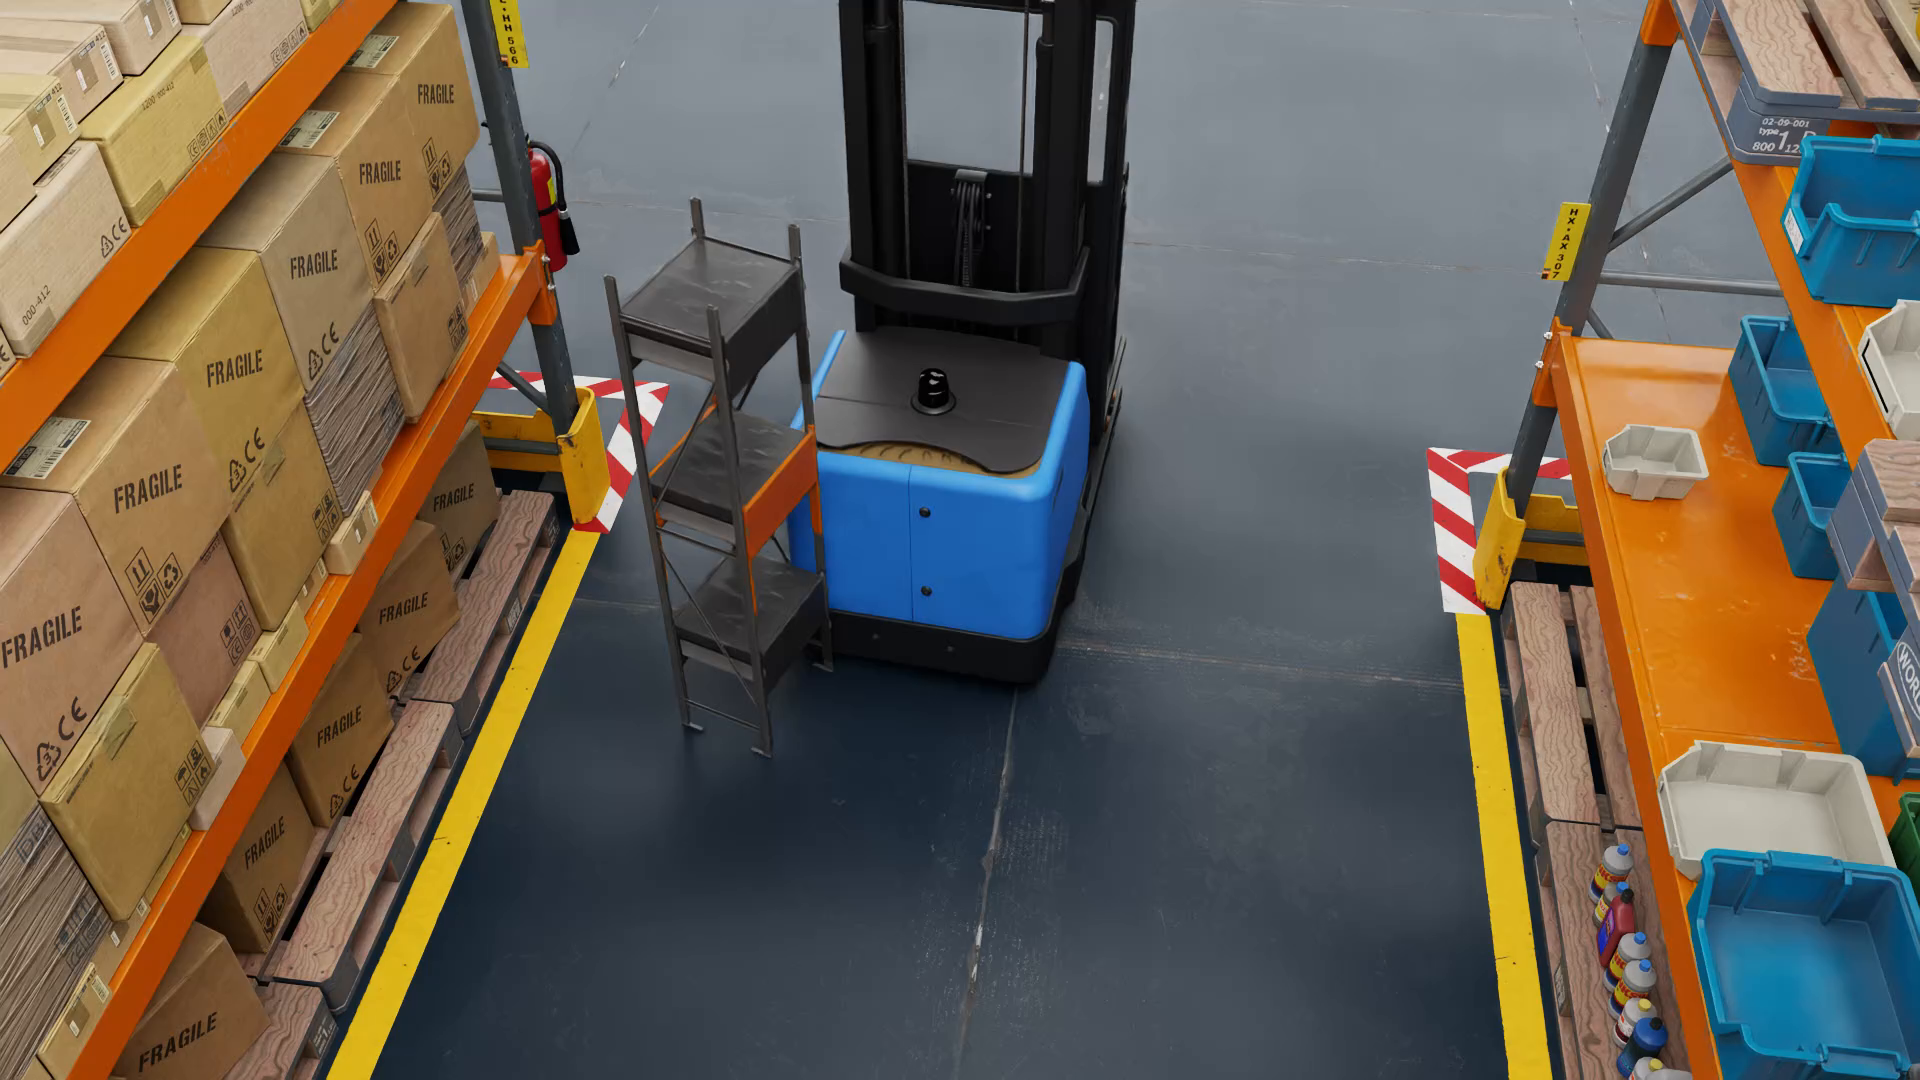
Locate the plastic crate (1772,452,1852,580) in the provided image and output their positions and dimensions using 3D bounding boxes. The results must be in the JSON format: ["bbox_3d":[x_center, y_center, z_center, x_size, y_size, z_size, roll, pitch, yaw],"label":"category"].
[{"bbox_3d":[2.879,-0.061,5.263,0.499,0.251,0.408,5,44,6],"label":"plastic crate"}]

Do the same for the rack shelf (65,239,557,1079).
[{"bbox_3d":[-2.434,0.249,5.351,1.077,0.370,4.000,5,44,6],"label":"rack shelf"}]

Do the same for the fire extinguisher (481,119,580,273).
[{"bbox_3d":[-1.697,-1.384,6.608,0.296,0.674,0.183,5,44,6],"label":"fire extinguisher"}]

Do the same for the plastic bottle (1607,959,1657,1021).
[{"bbox_3d":[2.133,1.415,5.261,0.097,0.271,0.097,0,43,0],"label":"plastic bottle"}]

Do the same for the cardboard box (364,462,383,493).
[{"bbox_3d":[-2.151,-0.218,5.504,0.380,0.149,0.250,5,44,6],"label":"cardboard box"}]

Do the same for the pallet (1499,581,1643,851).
[{"bbox_3d":[2.664,0.696,6.383,1.003,0.211,1.213,5,44,6],"label":"pallet"}]

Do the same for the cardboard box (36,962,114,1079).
[{"bbox_3d":[-2.326,1.153,4.055,0.380,0.149,0.250,5,44,6],"label":"cardboard box"}]

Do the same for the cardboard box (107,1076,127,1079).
[{"bbox_3d":[-2.606,1.837,4.664,0.500,0.500,0.500,4,44,4],"label":"cardboard box"}]

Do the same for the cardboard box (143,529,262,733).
[{"bbox_3d":[-2.510,0.217,4.572,0.875,0.500,0.500,5,44,6],"label":"cardboard box"}]

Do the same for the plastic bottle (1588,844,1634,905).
[{"bbox_3d":[2.192,1.113,5.580,0.097,0.271,0.097,0,43,0],"label":"plastic bottle"}]

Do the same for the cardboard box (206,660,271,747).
[{"bbox_3d":[-2.231,0.468,4.779,0.380,0.149,0.250,5,44,6],"label":"cardboard box"}]

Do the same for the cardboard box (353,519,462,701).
[{"bbox_3d":[-2.314,0.214,6.377,0.500,0.500,0.500,16,46,16],"label":"cardboard box"}]

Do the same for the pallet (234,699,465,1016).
[{"bbox_3d":[-2.486,1.068,5.991,1.003,0.211,1.213,5,44,6],"label":"pallet"}]

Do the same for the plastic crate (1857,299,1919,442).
[{"bbox_3d":[2.023,-0.324,3.442,0.243,0.136,0.396,5,44,6],"label":"plastic crate"}]

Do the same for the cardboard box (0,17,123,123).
[{"bbox_3d":[-2.214,-1.093,3.883,0.380,0.149,0.250,6,44,7],"label":"cardboard box"}]

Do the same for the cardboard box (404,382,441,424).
[{"bbox_3d":[-2.066,-0.557,5.862,0.380,0.149,0.250,5,44,6],"label":"cardboard box"}]

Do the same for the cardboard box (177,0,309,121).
[{"bbox_3d":[-2.120,-1.370,4.465,0.500,0.250,0.500,6,44,6],"label":"cardboard box"}]

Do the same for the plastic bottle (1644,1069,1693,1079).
[{"bbox_3d":[2.104,1.703,4.953,0.152,0.276,0.135,6,44,6],"label":"plastic bottle"}]

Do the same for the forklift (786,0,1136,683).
[{"bbox_3d":[0.146,-1.526,6.752,1.130,2.935,3.031,9,44,9],"label":"forklift"}]

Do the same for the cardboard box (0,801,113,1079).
[{"bbox_3d":[-2.577,0.905,3.846,0.875,0.500,0.500,5,44,6],"label":"cardboard box"}]

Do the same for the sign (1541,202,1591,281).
[{"bbox_3d":[2.195,-1.079,6.029,0.100,0.325,0.005,5,44,6],"label":"sign"}]

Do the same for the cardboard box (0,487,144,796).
[{"bbox_3d":[-2.322,0.218,3.844,0.500,0.500,0.500,5,44,6],"label":"cardboard box"}]

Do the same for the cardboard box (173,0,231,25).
[{"bbox_3d":[-2.076,-1.452,4.261,0.380,0.149,0.250,3,44,3],"label":"cardboard box"}]

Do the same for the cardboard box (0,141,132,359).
[{"bbox_3d":[-2.244,-0.666,3.722,0.500,0.250,0.500,4,44,4],"label":"cardboard box"}]

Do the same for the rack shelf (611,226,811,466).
[{"bbox_3d":[-0.798,-0.635,5.417,0.431,0.518,0.480,18,46,18],"label":"rack shelf"}]

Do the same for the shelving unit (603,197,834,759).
[{"bbox_3d":[-0.798,-0.136,5.889,0.431,2.100,0.503,18,46,18],"label":"shelving unit"}]

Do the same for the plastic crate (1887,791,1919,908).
[{"bbox_3d":[2.671,0.978,4.212,0.450,0.188,0.662,5,44,6],"label":"plastic crate"}]

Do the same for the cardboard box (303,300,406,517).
[{"bbox_3d":[-2.325,-0.459,5.286,0.875,0.500,0.500,5,44,6],"label":"cardboard box"}]

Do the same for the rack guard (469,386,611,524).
[{"bbox_3d":[-2.179,-0.416,7.348,1.175,0.500,0.348,5,44,6],"label":"rack guard"}]

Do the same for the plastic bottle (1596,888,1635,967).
[{"bbox_3d":[2.144,1.261,5.414,0.061,0.283,0.133,6,44,6],"label":"plastic bottle"}]

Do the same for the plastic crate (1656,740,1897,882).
[{"bbox_3d":[2.175,0.767,4.473,0.530,0.136,0.437,5,44,6],"label":"plastic crate"}]

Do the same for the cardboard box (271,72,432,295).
[{"bbox_3d":[-2.057,-1.145,5.283,0.500,0.500,0.500,5,44,6],"label":"cardboard box"}]

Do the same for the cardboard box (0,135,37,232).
[{"bbox_3d":[-2.214,-0.738,3.507,0.380,0.149,0.250,4,44,5],"label":"cardboard box"}]

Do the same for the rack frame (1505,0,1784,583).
[{"bbox_3d":[2.740,-0.926,6.068,1.000,3.000,0.127,5,44,6],"label":"rack frame"}]

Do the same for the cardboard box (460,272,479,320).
[{"bbox_3d":[-2.036,-0.901,6.225,0.380,0.149,0.250,5,44,6],"label":"cardboard box"}]

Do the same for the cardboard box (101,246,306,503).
[{"bbox_3d":[-2.200,-0.464,4.564,0.500,0.500,0.500,5,44,6],"label":"cardboard box"}]

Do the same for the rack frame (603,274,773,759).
[{"bbox_3d":[-0.903,0.015,5.729,0.400,2.100,0.015,18,46,18],"label":"rack frame"}]

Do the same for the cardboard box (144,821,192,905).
[{"bbox_3d":[-2.296,0.809,4.419,0.380,0.149,0.250,5,44,6],"label":"cardboard box"}]

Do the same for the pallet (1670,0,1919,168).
[{"bbox_3d":[2.534,-1.391,4.516,1.003,0.211,1.213,5,44,6],"label":"pallet"}]

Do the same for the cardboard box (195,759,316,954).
[{"bbox_3d":[-2.533,1.015,5.531,0.500,0.500,0.500,2,43,2],"label":"cardboard box"}]

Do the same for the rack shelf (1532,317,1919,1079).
[{"bbox_3d":[2.476,0.699,4.876,1.077,0.370,4.000,5,44,6],"label":"rack shelf"}]

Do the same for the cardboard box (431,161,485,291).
[{"bbox_3d":[-2.269,-1.148,6.014,0.875,0.500,0.500,5,44,6],"label":"cardboard box"}]

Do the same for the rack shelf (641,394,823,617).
[{"bbox_3d":[-0.798,-0.127,5.898,0.431,0.518,0.480,18,46,18],"label":"rack shelf"}]

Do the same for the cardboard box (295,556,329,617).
[{"bbox_3d":[-2.198,0.124,5.142,0.380,0.149,0.250,5,44,6],"label":"cardboard box"}]

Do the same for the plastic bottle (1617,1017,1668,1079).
[{"bbox_3d":[2.106,1.553,5.115,0.097,0.271,0.097,0,43,0],"label":"plastic bottle"}]

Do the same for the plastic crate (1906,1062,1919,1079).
[{"bbox_3d":[2.407,1.478,3.575,0.767,0.338,0.504,5,44,6],"label":"plastic crate"}]
